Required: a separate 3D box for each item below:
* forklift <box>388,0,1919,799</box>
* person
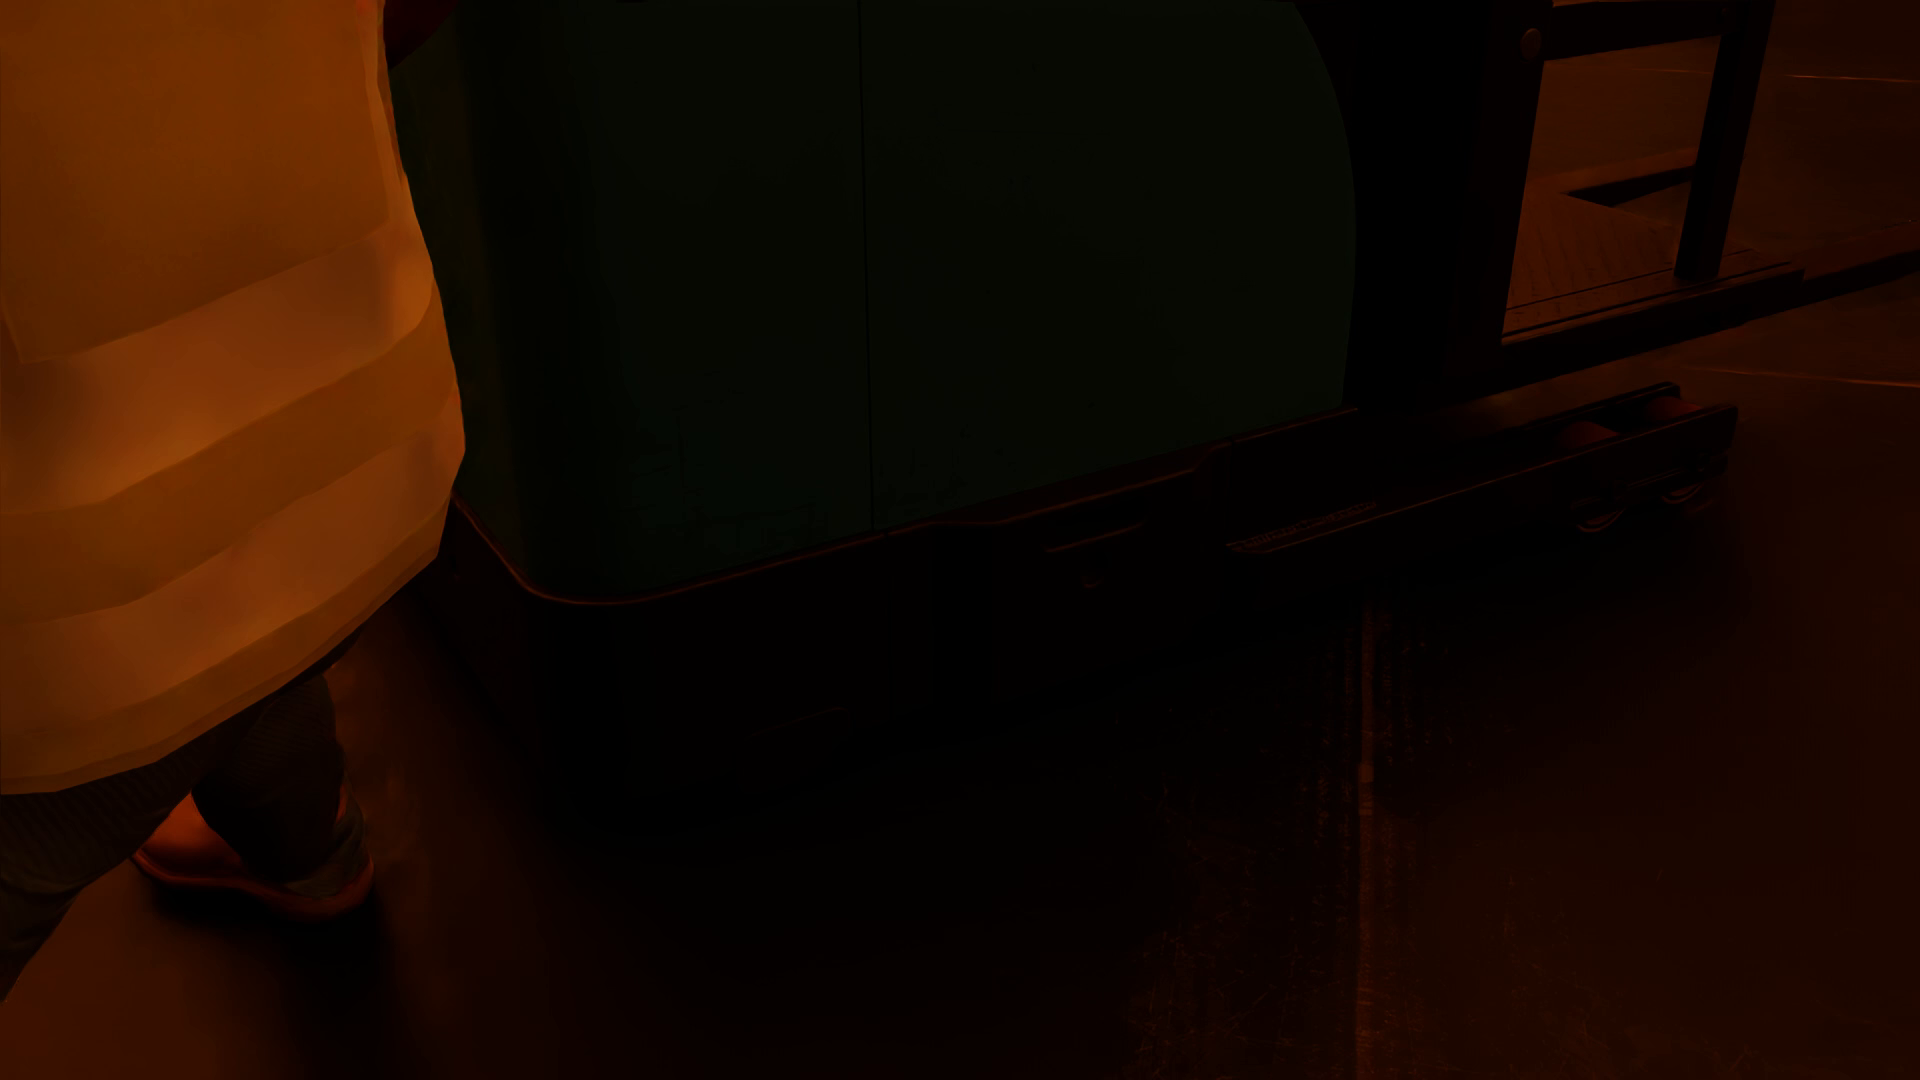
[{"bbox_3d":[0.611,-1.505,2.230,3.031,2.935,1.130,-16,31,-28],"label":"forklift"},{"bbox_3d":[-0.634,-0.064,0.900,1.003,1.572,1.123,11,29,20],"label":"person"}]
